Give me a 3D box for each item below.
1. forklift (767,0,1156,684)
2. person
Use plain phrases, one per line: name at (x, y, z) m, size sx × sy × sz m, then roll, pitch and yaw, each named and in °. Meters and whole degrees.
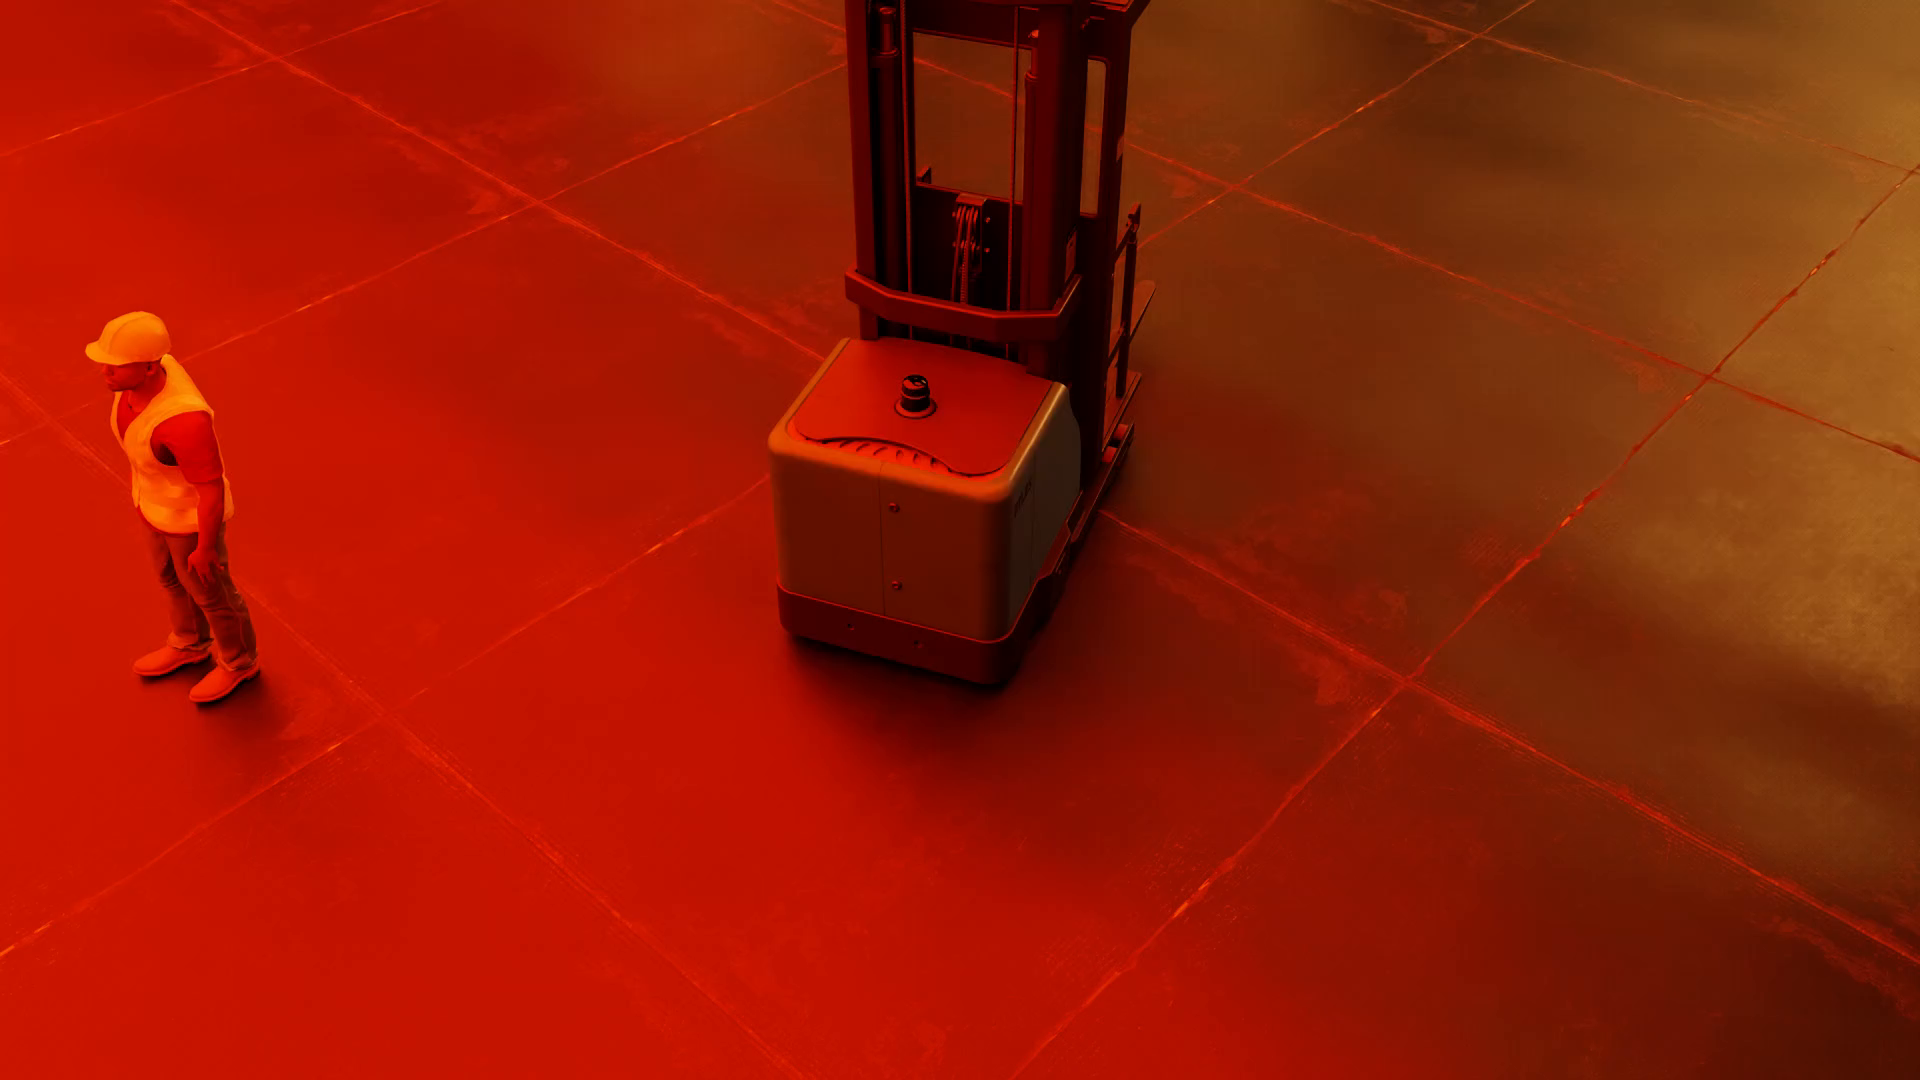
forklift at (0.211, -1.484, 7.158) m, size 1.130 × 2.935 × 3.031 m, roll 14°, pitch 42°, yaw 15°
person at (-3.077, -0.091, 6.418) m, size 0.577 × 1.765 × 0.666 m, roll -30°, pitch 49°, yaw -30°
